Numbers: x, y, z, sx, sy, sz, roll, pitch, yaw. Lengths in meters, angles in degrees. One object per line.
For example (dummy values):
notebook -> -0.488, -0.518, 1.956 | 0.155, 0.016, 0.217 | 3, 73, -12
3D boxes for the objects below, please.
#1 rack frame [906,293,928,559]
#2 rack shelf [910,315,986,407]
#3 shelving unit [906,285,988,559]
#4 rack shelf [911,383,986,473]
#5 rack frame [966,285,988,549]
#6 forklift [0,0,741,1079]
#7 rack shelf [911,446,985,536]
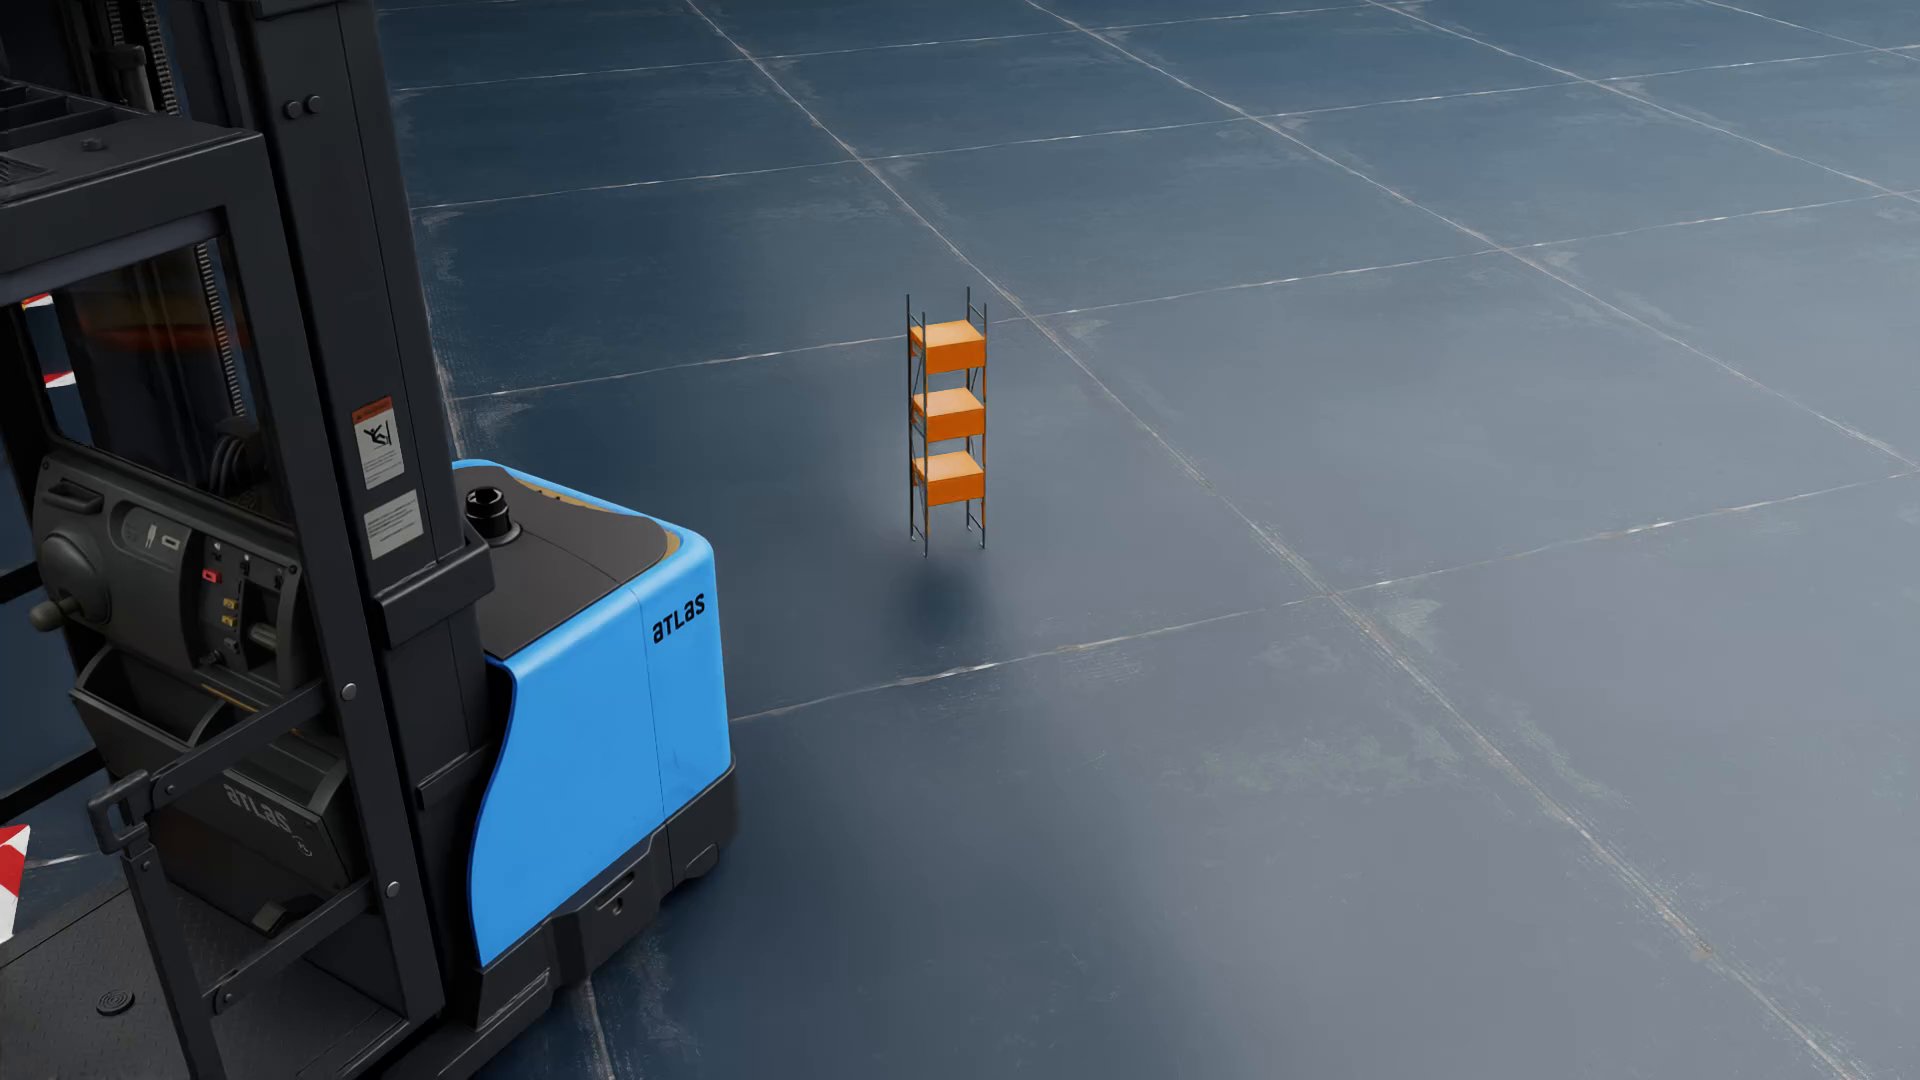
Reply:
rack frame -> -0.165, -0.426, 6.437 | 0.008, 1.050, 0.200 | -10, 31, -18
rack shelf -> -0.050, -0.684, 6.339 | 0.240, 0.259, 0.215 | -10, 31, -18
shelving unit -> -0.050, -0.447, 6.474 | 0.252, 1.050, 0.215 | -10, 31, -18
rack shelf -> -0.050, -0.438, 6.479 | 0.240, 0.259, 0.215 | -10, 31, -18
rack frame -> 0.064, -0.468, 6.511 | 0.008, 1.050, 0.200 | -10, 31, -18
forklift -> -1.886, 0.135, 3.552 | 1.130, 2.935, 3.031 | 18, 34, 28
rack shelf -> -0.050, -0.196, 6.617 | 0.240, 0.259, 0.215 | -10, 31, -18
